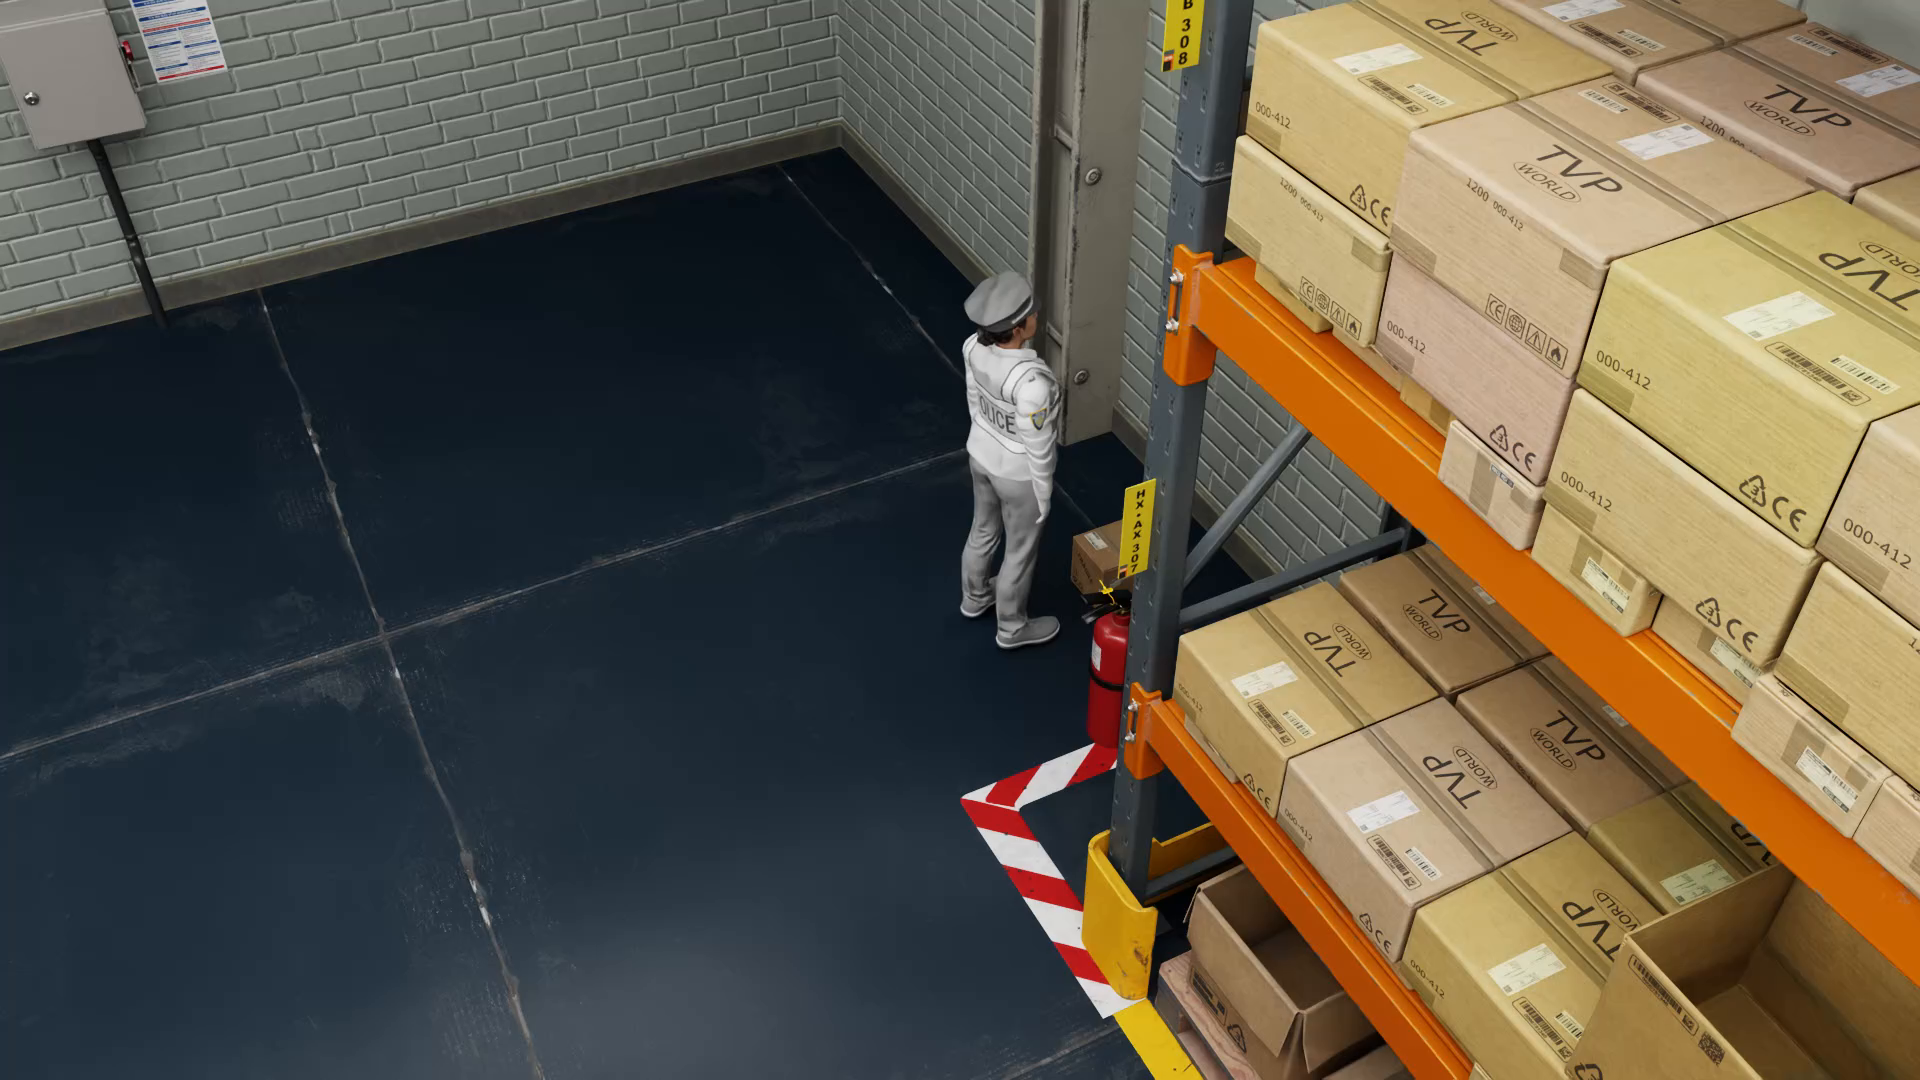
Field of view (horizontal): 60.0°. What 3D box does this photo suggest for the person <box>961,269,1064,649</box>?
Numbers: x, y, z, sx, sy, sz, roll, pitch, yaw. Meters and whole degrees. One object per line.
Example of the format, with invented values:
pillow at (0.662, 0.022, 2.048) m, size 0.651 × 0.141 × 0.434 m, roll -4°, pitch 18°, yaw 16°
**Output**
person at (0.201, -0.292, 6.434) m, size 0.355 × 1.690 × 0.490 m, roll -26°, pitch 47°, yaw -26°
